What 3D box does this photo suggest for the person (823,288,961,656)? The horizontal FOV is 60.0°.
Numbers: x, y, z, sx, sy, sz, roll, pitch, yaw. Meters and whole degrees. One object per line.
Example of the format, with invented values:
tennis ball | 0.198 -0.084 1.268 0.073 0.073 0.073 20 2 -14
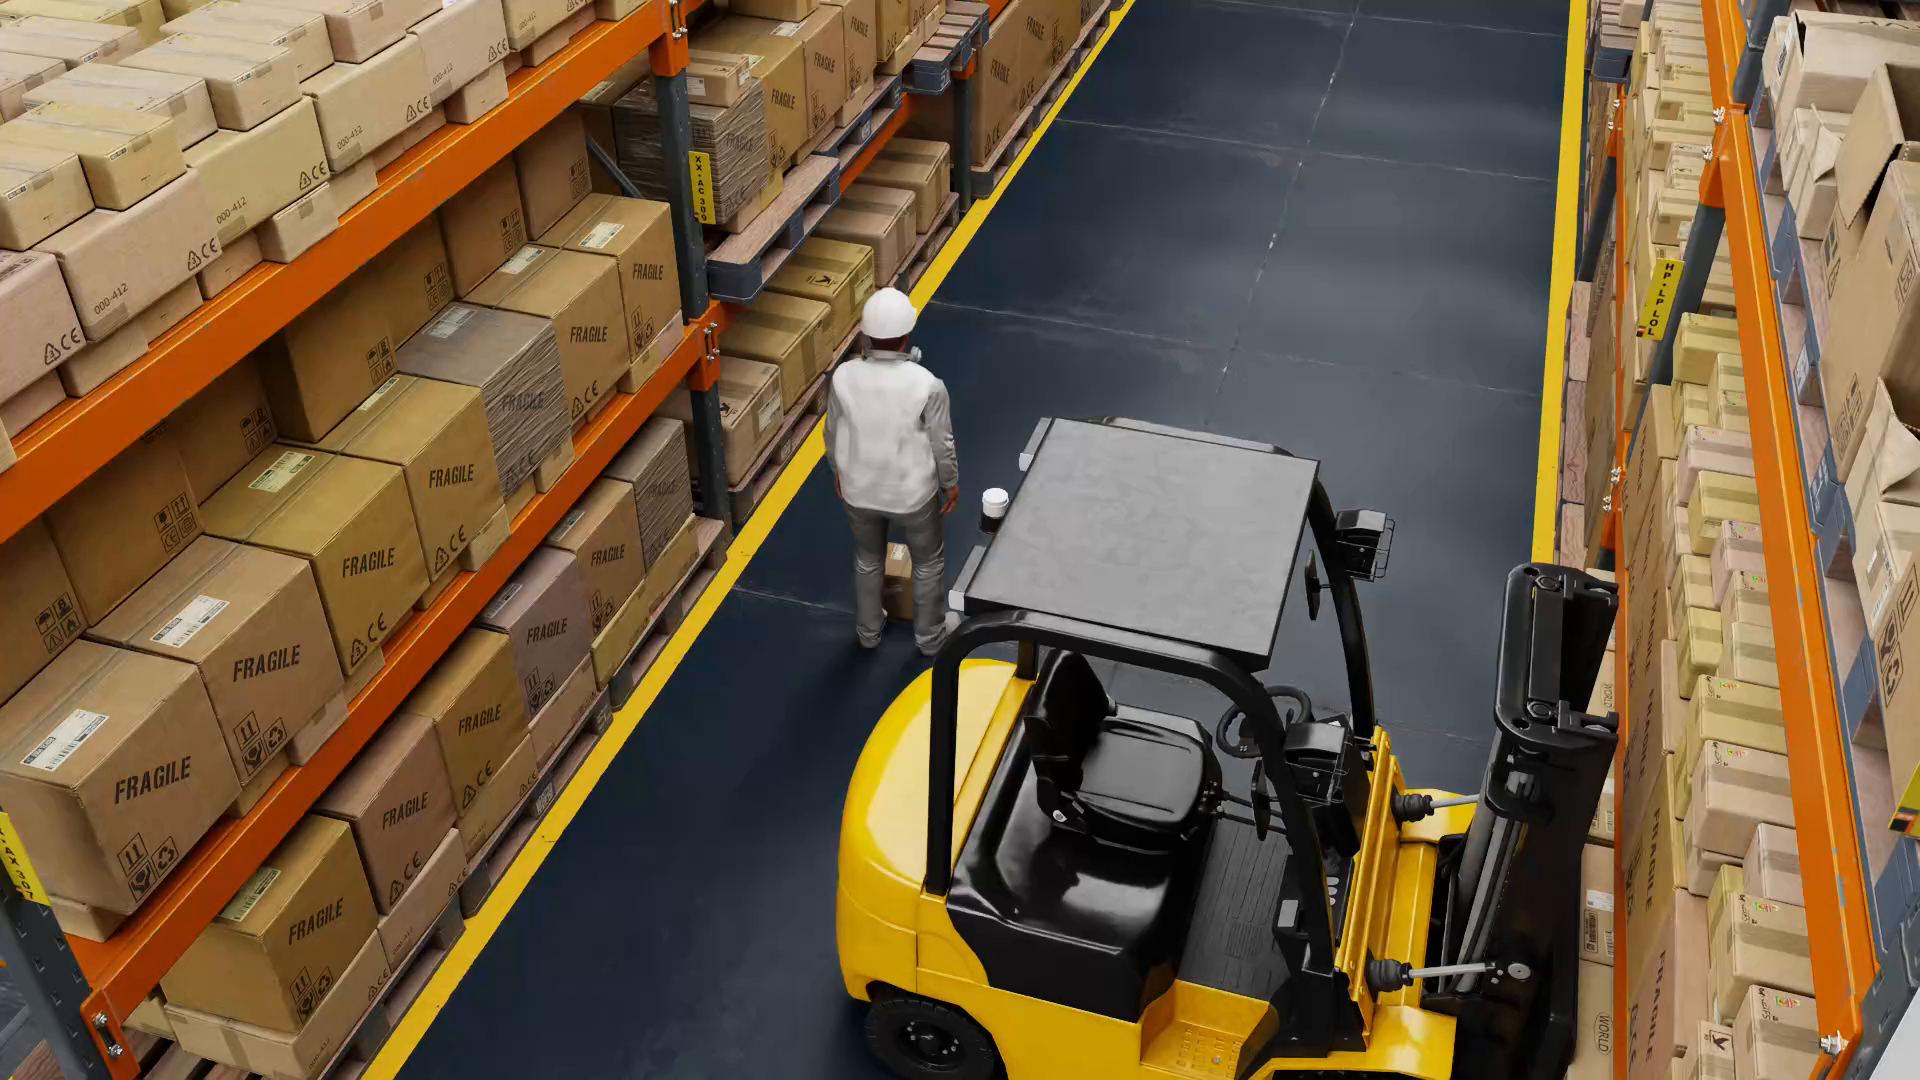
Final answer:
person | -0.292 -0.259 7.215 0.580 1.772 0.460 9 38 11
